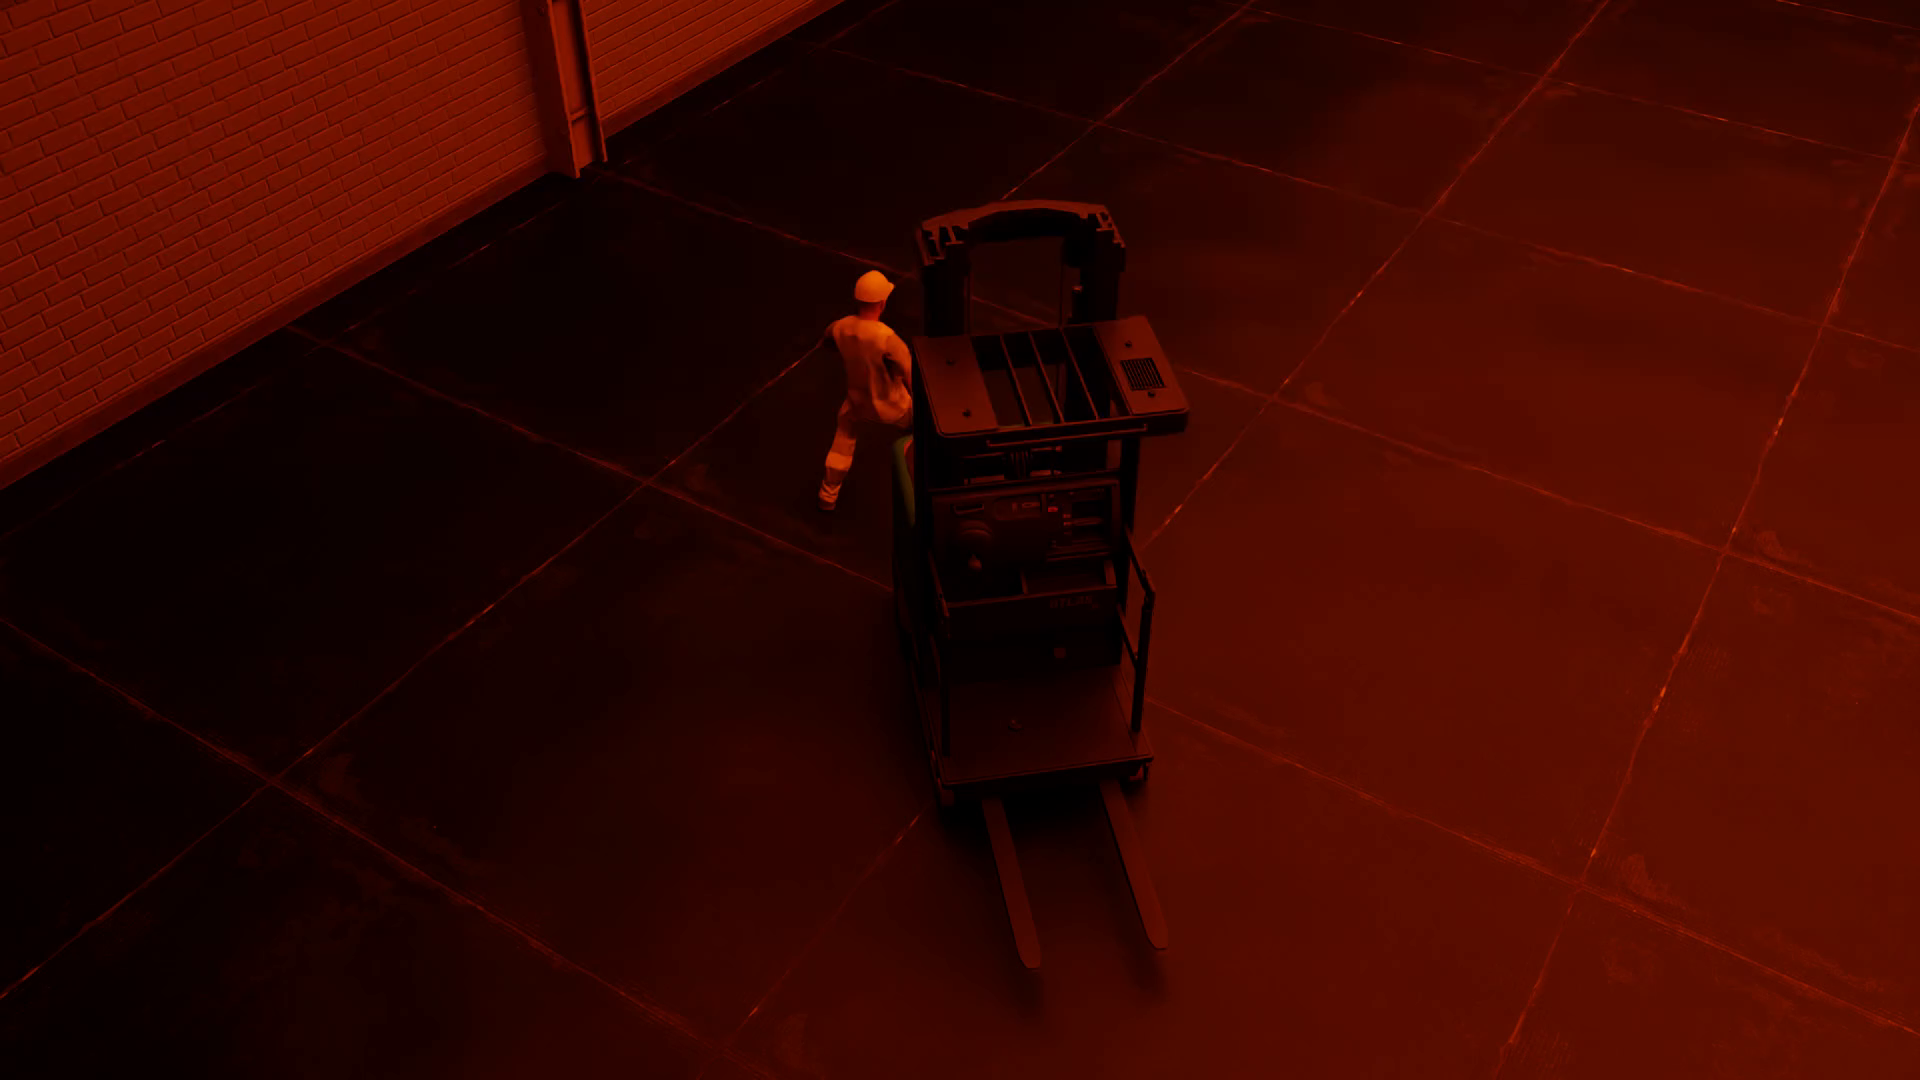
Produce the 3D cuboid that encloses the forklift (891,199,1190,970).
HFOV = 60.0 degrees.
[{"bbox_3d":[0.367,0.008,7.958,1.130,2.935,3.031,-7,41,-8],"label":"forklift"}]

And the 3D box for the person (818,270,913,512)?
[{"bbox_3d":[-0.504,-0.901,10.051,0.979,1.647,0.711,26,47,27],"label":"person"}]
